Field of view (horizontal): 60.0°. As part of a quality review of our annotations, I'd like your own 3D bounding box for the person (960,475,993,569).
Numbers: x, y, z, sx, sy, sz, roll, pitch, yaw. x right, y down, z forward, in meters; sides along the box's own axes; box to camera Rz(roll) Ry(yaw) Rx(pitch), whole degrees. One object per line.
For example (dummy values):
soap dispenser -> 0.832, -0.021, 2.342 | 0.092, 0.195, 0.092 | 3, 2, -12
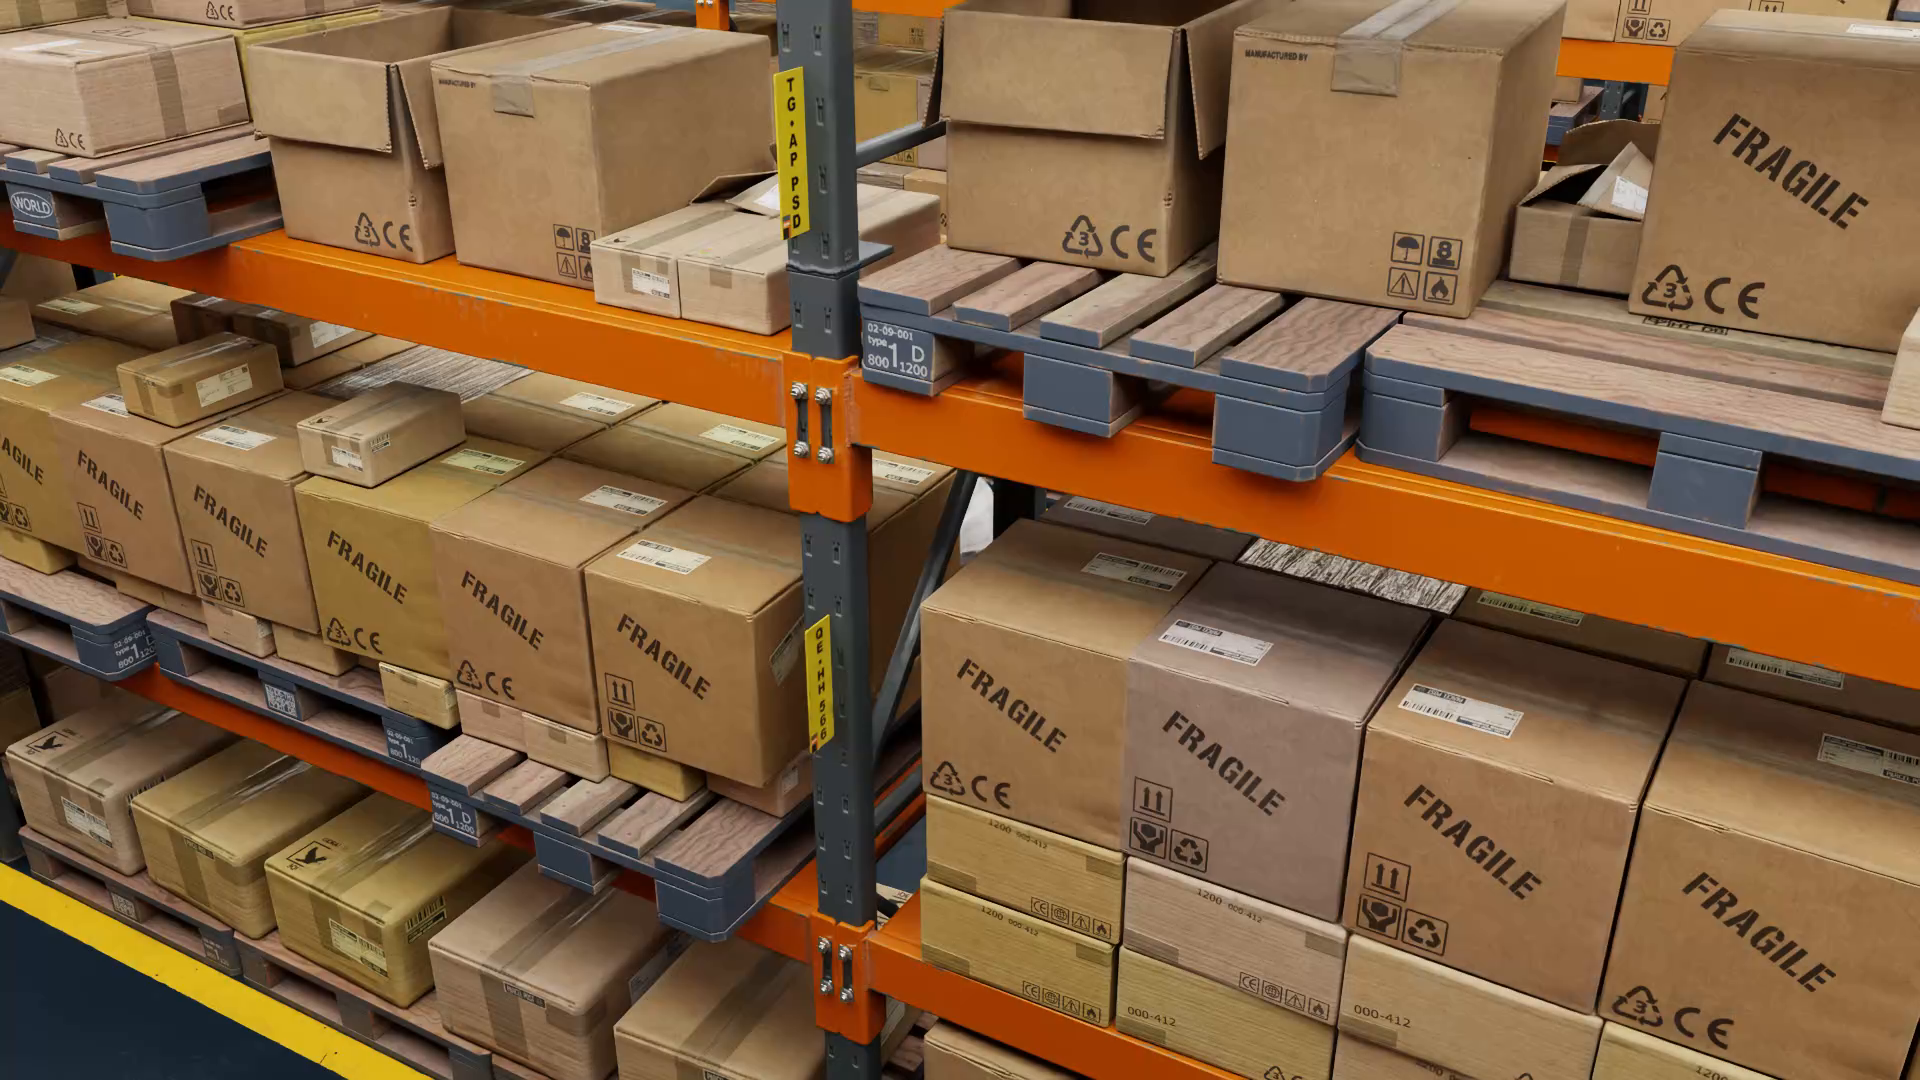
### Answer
person -> -0.189, -0.151, 8.298 | 0.890, 0.997, 0.552 | 14, 29, 25
